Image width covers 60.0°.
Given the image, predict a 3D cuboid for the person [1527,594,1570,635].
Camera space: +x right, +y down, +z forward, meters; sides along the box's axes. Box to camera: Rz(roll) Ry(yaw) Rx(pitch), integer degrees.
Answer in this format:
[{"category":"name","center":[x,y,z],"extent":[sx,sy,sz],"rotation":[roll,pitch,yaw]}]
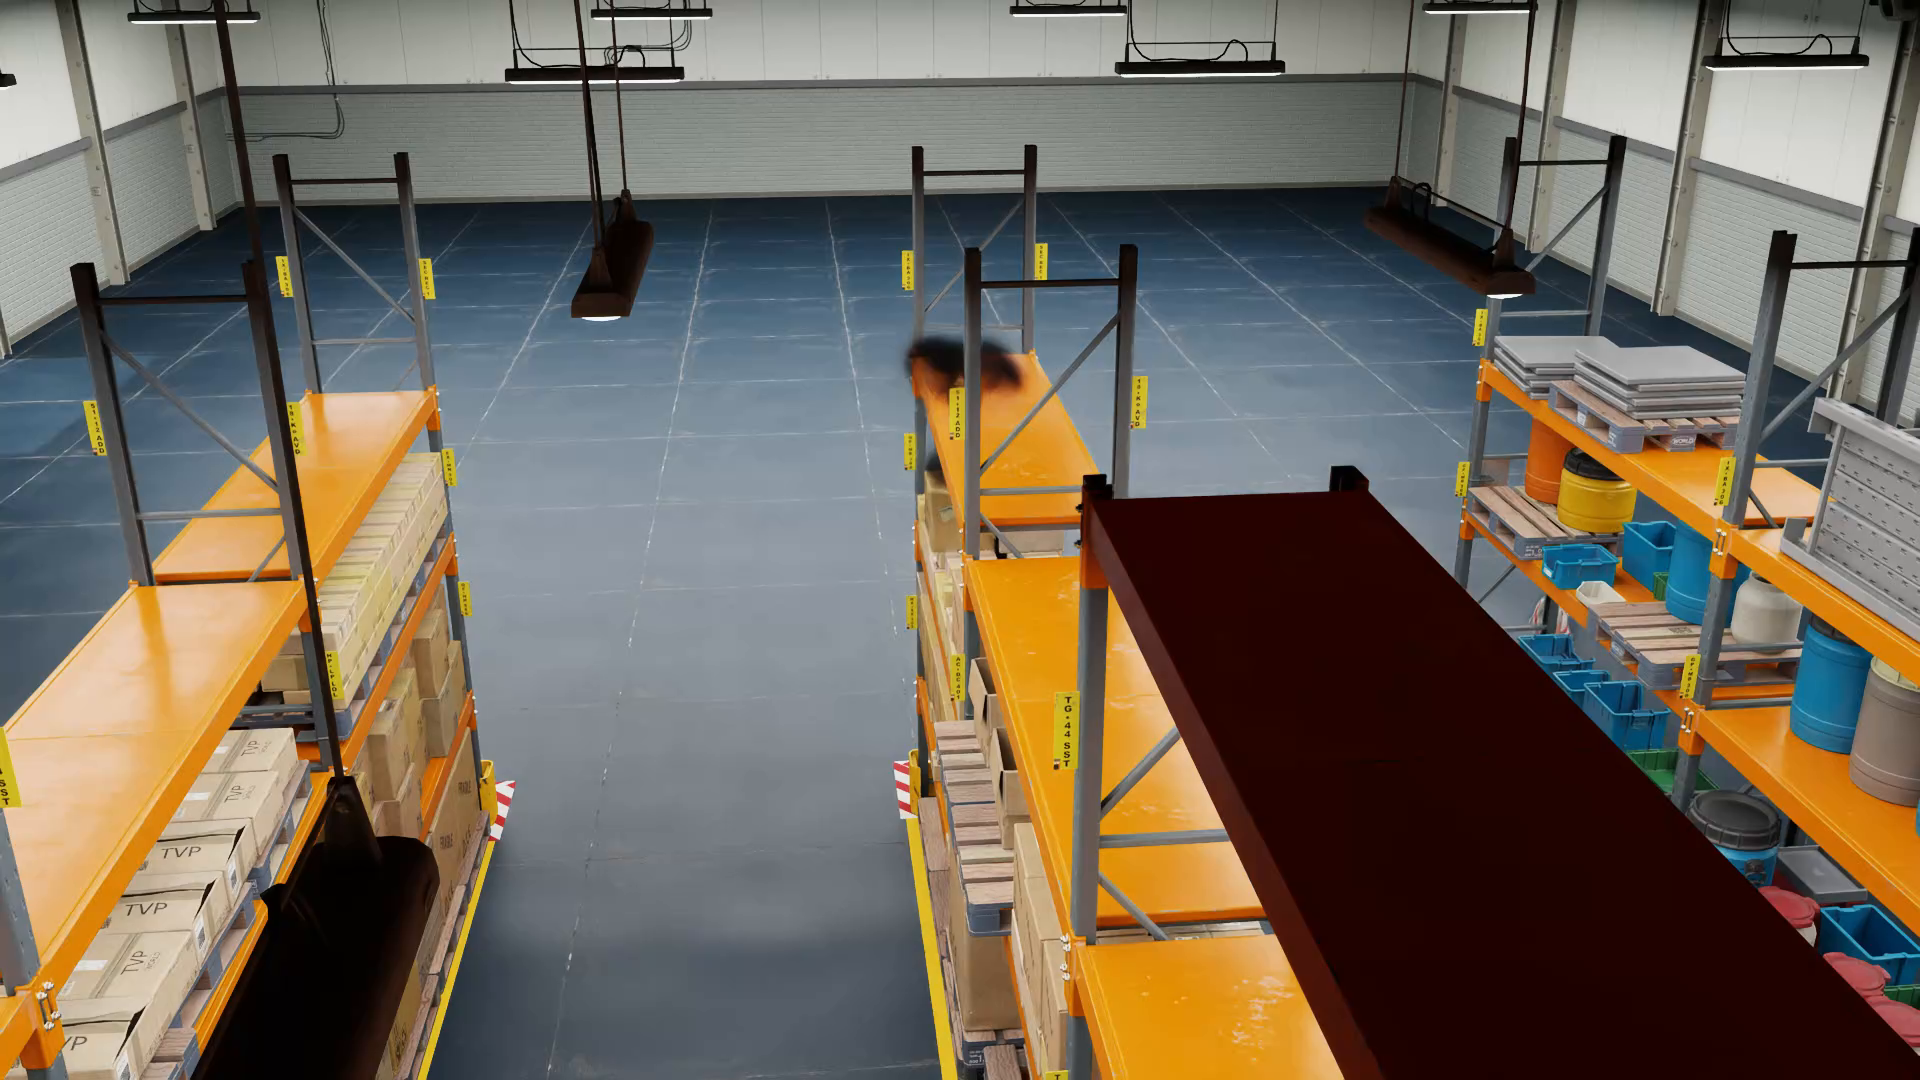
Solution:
[{"category":"person","center":[5.876,1.013,16.705],"extent":[0.606,1.728,0.710],"rotation":[20,29,41]}]
